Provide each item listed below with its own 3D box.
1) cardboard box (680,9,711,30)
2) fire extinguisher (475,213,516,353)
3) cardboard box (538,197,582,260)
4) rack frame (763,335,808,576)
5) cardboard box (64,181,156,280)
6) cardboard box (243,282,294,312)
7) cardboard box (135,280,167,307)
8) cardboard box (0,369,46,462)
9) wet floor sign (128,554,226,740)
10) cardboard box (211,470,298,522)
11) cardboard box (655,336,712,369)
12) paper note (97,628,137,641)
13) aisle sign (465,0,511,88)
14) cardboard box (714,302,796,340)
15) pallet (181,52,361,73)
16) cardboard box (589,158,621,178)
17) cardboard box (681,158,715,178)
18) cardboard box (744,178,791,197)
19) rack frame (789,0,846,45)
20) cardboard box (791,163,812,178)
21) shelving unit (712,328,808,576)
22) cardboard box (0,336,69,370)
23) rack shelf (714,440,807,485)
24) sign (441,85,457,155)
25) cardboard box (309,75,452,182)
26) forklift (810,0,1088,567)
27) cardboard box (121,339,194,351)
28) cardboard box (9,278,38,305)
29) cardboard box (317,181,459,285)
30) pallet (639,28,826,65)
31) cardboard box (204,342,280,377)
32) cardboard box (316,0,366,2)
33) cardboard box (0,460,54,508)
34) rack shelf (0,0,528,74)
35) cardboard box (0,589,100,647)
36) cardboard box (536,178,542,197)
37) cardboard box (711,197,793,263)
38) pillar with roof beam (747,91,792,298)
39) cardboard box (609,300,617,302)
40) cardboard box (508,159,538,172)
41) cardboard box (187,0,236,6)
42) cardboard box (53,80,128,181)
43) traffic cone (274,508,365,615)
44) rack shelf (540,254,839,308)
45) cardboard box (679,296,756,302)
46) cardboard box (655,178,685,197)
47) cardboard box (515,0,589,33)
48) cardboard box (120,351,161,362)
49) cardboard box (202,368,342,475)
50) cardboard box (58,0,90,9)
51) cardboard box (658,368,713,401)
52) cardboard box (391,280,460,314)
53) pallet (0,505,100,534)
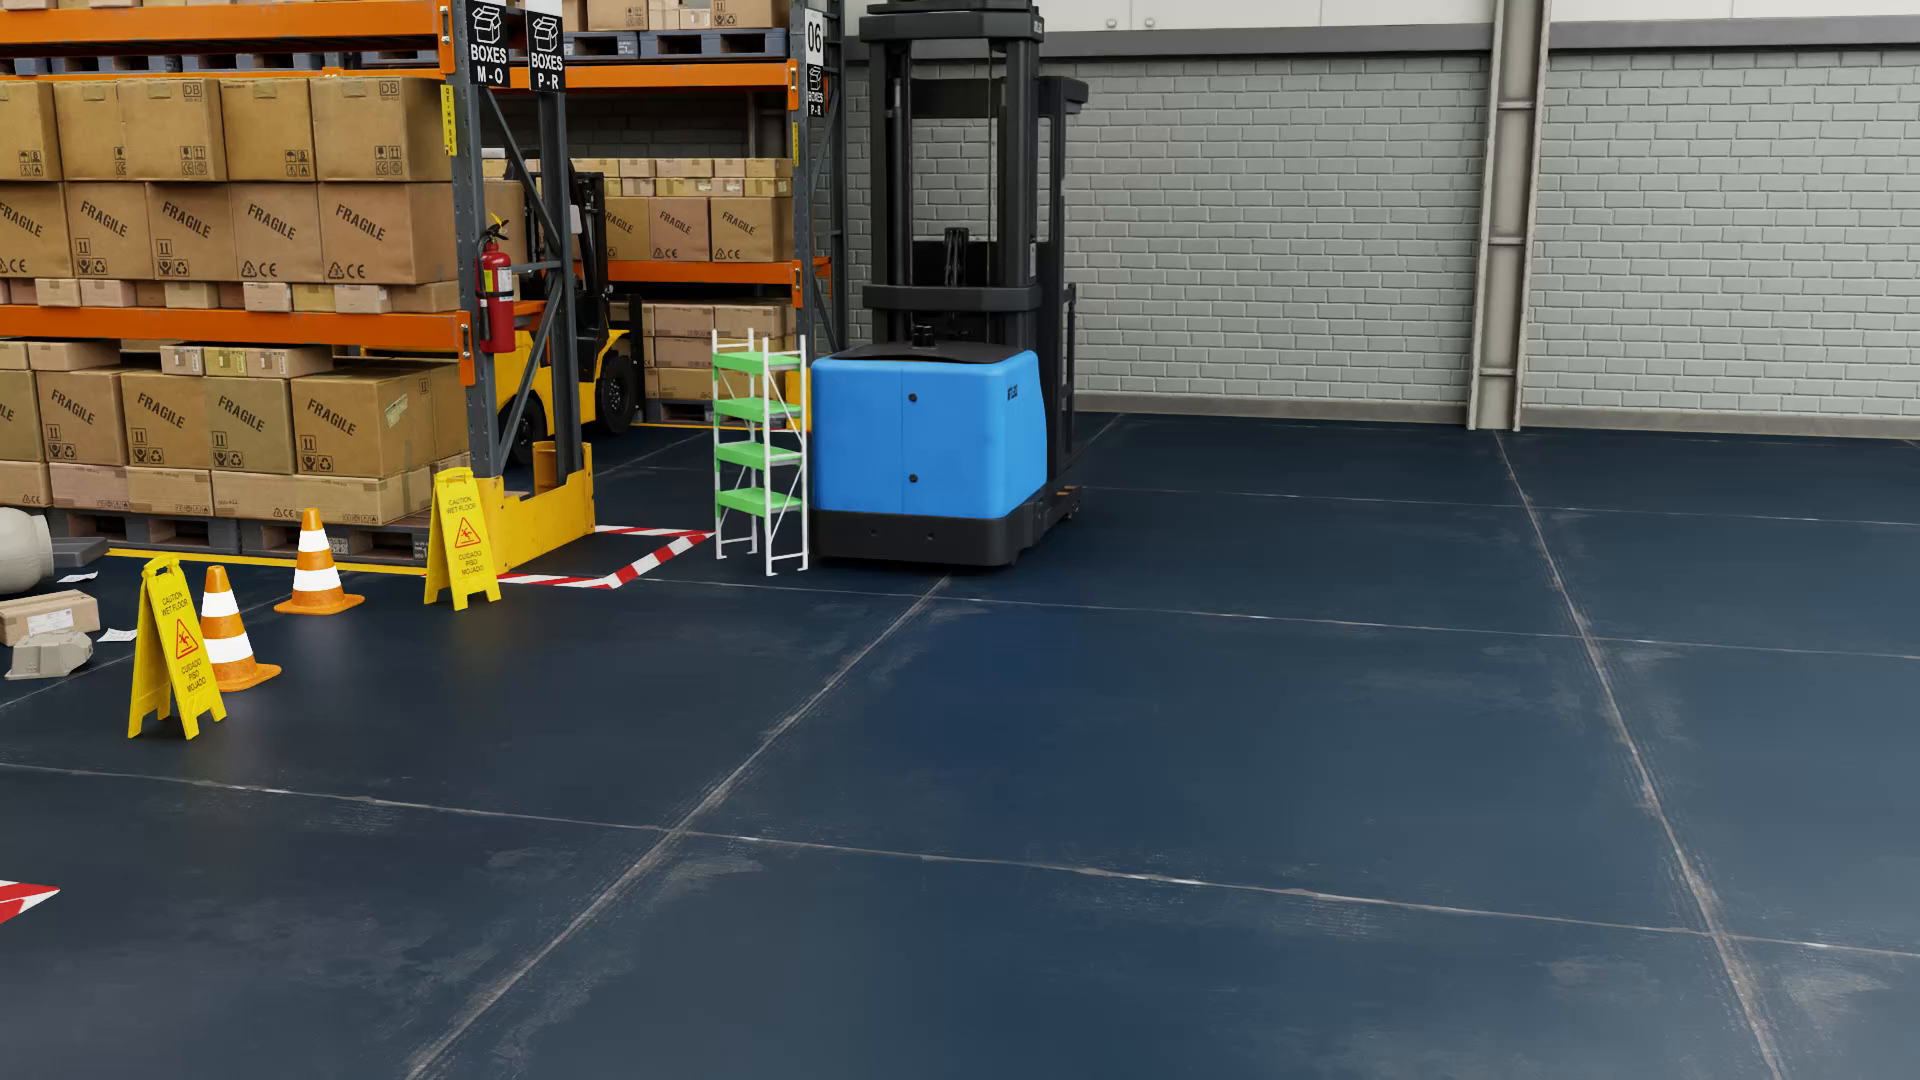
[{"bbox_3d":[-1.986,-4.025,12.903,0.250,0.149,0.380,3,13,12],"label":"cardboard box"},{"bbox_3d":[-2.294,-1.265,8.190,0.183,0.674,0.296,3,13,14],"label":"fire extinguisher"},{"bbox_3d":[-3.140,-2.548,13.563,0.500,0.500,0.500,3,13,14],"label":"cardboard box"},{"bbox_3d":[-0.876,-0.422,8.358,0.240,1.200,0.015,-9,15,-38],"label":"rack frame"},{"bbox_3d":[-4.345,-1.654,8.846,0.500,0.500,0.500,3,13,14],"label":"cardboard box"},{"bbox_3d":[-3.483,-1.272,8.623,0.250,0.149,0.380,3,13,15],"label":"cardboard box"},{"bbox_3d":[-4.189,-1.341,8.933,0.250,0.149,0.380,3,13,14],"label":"cardboard box"},{"bbox_3d":[-5.148,-0.730,9.244,0.500,0.500,0.500,4,13,16],"label":"cardboard box"},{"bbox_3d":[-2.880,0.375,6.055,0.232,0.644,0.267,1,13,4],"label":"wet floor sign"},{"bbox_3d":[-3.645,-0.282,8.960,0.500,0.250,0.500,3,13,14],"label":"cardboard box"},{"bbox_3d":[-2.141,-1.544,13.494,0.500,0.250,0.500,3,13,13],"label":"cardboard box"},{"bbox_3d":[-3.689,0.413,7.301,0.142,0.019,0.148,-1,13,-6],"label":"paper note"},{"bbox_3d":[-2.304,-2.611,8.074,0.004,0.787,0.394,3,13,14],"label":"aisle sign"},{"bbox_3d":[-1.631,-1.759,13.307,0.500,0.250,0.500,4,13,15],"label":"cardboard box"},{"bbox_3d":[-5.852,-4.072,14.176,1.217,0.209,0.805,3,13,11],"label":"pallet"},{"bbox_3d":[-2.771,-2.980,13.325,0.250,0.149,0.380,3,13,15],"label":"cardboard box"},{"bbox_3d":[-2.015,-2.949,13.185,0.250,0.149,0.380,3,13,15],"label":"cardboard box"},{"bbox_3d":[-1.513,-2.774,13.085,0.250,0.149,0.380,3,13,14],"label":"cardboard box"},{"bbox_3d":[-1.109,-5.379,12.701,0.127,3.000,1.000,3,13,14],"label":"rack frame"},{"bbox_3d":[-1.384,-3.023,13.518,0.250,0.149,0.380,3,13,12],"label":"cardboard box"},{"bbox_3d":[-1.029,-0.463,8.543,0.258,1.200,0.503,-9,15,-38],"label":"shelving unit"},{"bbox_3d":[-5.064,-1.026,9.083,0.250,0.149,0.380,4,13,16],"label":"cardboard box"},{"bbox_3d":[-1.030,-0.401,8.557,0.258,0.148,0.480,-9,15,-38],"label":"rack shelf"},{"bbox_3d":[-2.447,-2.010,7.964,0.005,0.325,0.100,3,13,14],"label":"sign"},{"bbox_3d":[-2.843,-2.069,8.406,0.500,0.500,0.700,3,13,12],"label":"cardboard box"},{"bbox_3d":[0.106,-1.570,9.543,1.130,2.935,3.031,3,13,15],"label":"forklift"},{"bbox_3d":[-6.984,-1.808,14.972,0.625,0.625,0.875,3,13,11],"label":"cardboard box"},{"bbox_3d":[-4.928,-1.370,9.064,0.250,0.149,0.380,3,13,13],"label":"cardboard box"},{"bbox_3d":[-2.888,-1.570,8.468,0.500,0.500,0.500,3,13,13],"label":"cardboard box"},{"bbox_3d":[-1.789,-3.913,13.225,1.213,0.211,1.003,3,13,14],"label":"pallet"},{"bbox_3d":[-3.751,-0.957,8.770,0.250,0.149,0.380,3,13,14],"label":"cardboard box"},{"bbox_3d":[-2.958,-2.713,8.193,0.250,0.149,0.380,3,13,14],"label":"cardboard box"},{"bbox_3d":[-5.149,-0.363,9.325,0.500,0.250,0.500,4,13,17],"label":"cardboard box"},{"bbox_3d":[-4.237,-2.623,8.866,4.000,0.370,1.077,3,13,14],"label":"rack shelf"},{"bbox_3d":[-4.051,0.343,7.346,0.250,0.149,0.380,12,17,43],"label":"cardboard box"},{"bbox_3d":[-3.250,-2.867,13.501,0.250,0.149,0.380,3,13,12],"label":"cardboard box"},{"bbox_3d":[-1.650,-2.469,13.206,0.500,0.500,0.500,3,13,12],"label":"cardboard box"},{"bbox_3d":[-2.601,-4.699,9.638,0.400,9.000,9.100,3,13,14],"label":"pillar with roof beam"},{"bbox_3d":[-3.111,-1.836,13.655,0.500,0.250,0.500,3,13,12],"label":"cardboard box"},{"bbox_3d":[-3.485,-3.039,13.591,0.250,0.149,0.380,3,13,13],"label":"cardboard box"},{"bbox_3d":[-3.691,-2.764,8.423,0.250,0.149,0.380,3,13,13],"label":"cardboard box"},{"bbox_3d":[-4.303,-2.156,8.802,0.500,0.500,0.700,3,13,13],"label":"cardboard box"},{"bbox_3d":[-3.021,0.082,7.798,0.334,0.463,0.336,3,13,14],"label":"traffic cone"},{"bbox_3d":[-3.051,-2.202,13.896,4.000,0.370,1.077,3,13,14],"label":"rack shelf"},{"bbox_3d":[-2.016,-1.891,13.900,0.500,0.250,0.500,3,13,14],"label":"cardboard box"},{"bbox_3d":[-2.243,-2.823,13.304,0.250,0.149,0.380,3,13,13],"label":"cardboard box"},{"bbox_3d":[-3.127,-4.303,13.338,0.637,0.503,0.797,3,13,15],"label":"cardboard box"},{"bbox_3d":[-4.550,-0.816,9.632,0.500,0.500,0.500,4,13,17],"label":"cardboard box"},{"bbox_3d":[-3.643,-0.648,8.875,0.500,0.500,0.500,4,13,16],"label":"cardboard box"},{"bbox_3d":[-4.435,-2.807,8.615,0.250,0.149,0.380,3,13,14],"label":"cardboard box"},{"bbox_3d":[-2.122,-1.298,13.539,0.500,0.250,0.500,3,13,14],"label":"cardboard box"},{"bbox_3d":[-2.709,-1.258,8.557,0.250,0.149,0.380,4,13,15],"label":"cardboard box"},{"bbox_3d":[-5.518,-0.225,9.759,1.213,0.211,1.003,3,13,14],"label":"pallet"}]
